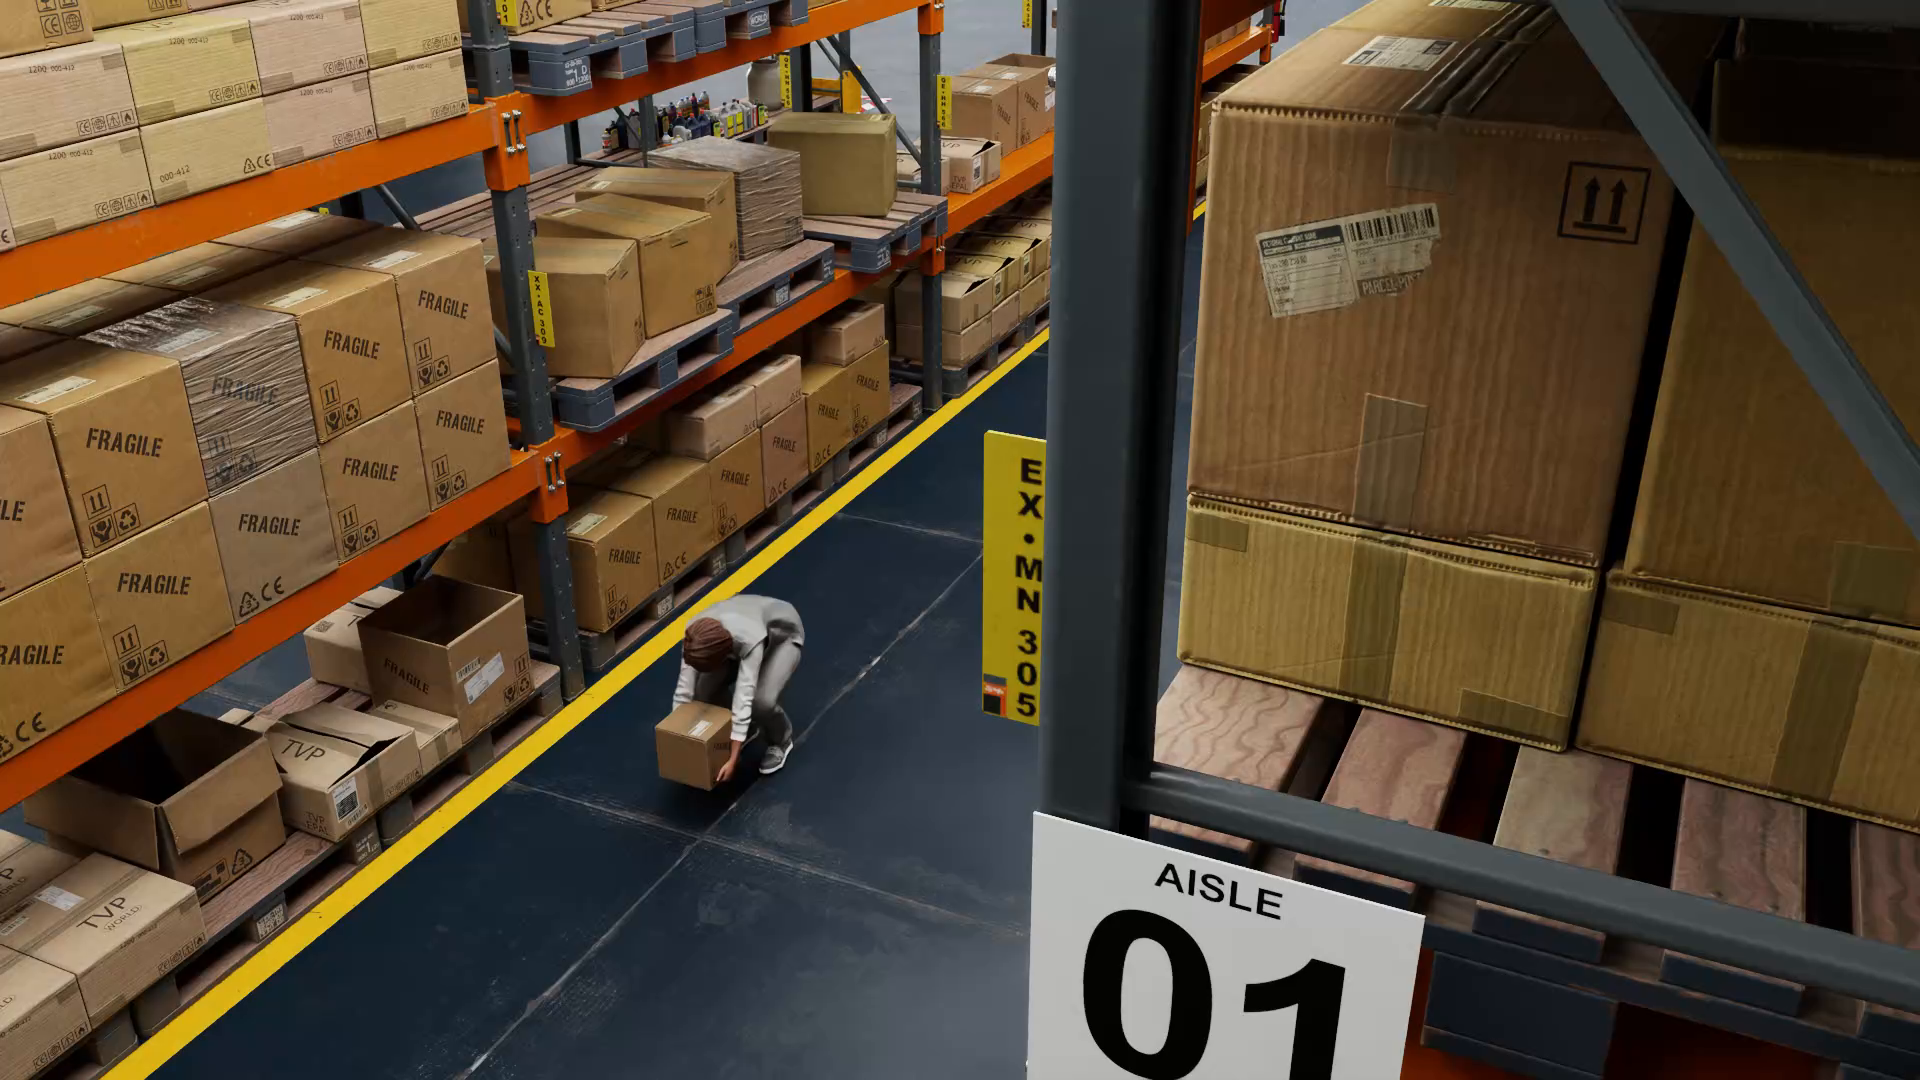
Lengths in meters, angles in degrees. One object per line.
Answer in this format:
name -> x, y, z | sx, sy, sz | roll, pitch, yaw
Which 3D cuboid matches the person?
person -> -0.957, 0.609, 7.191 | 0.419, 0.899, 0.847 | 11, 28, 20
